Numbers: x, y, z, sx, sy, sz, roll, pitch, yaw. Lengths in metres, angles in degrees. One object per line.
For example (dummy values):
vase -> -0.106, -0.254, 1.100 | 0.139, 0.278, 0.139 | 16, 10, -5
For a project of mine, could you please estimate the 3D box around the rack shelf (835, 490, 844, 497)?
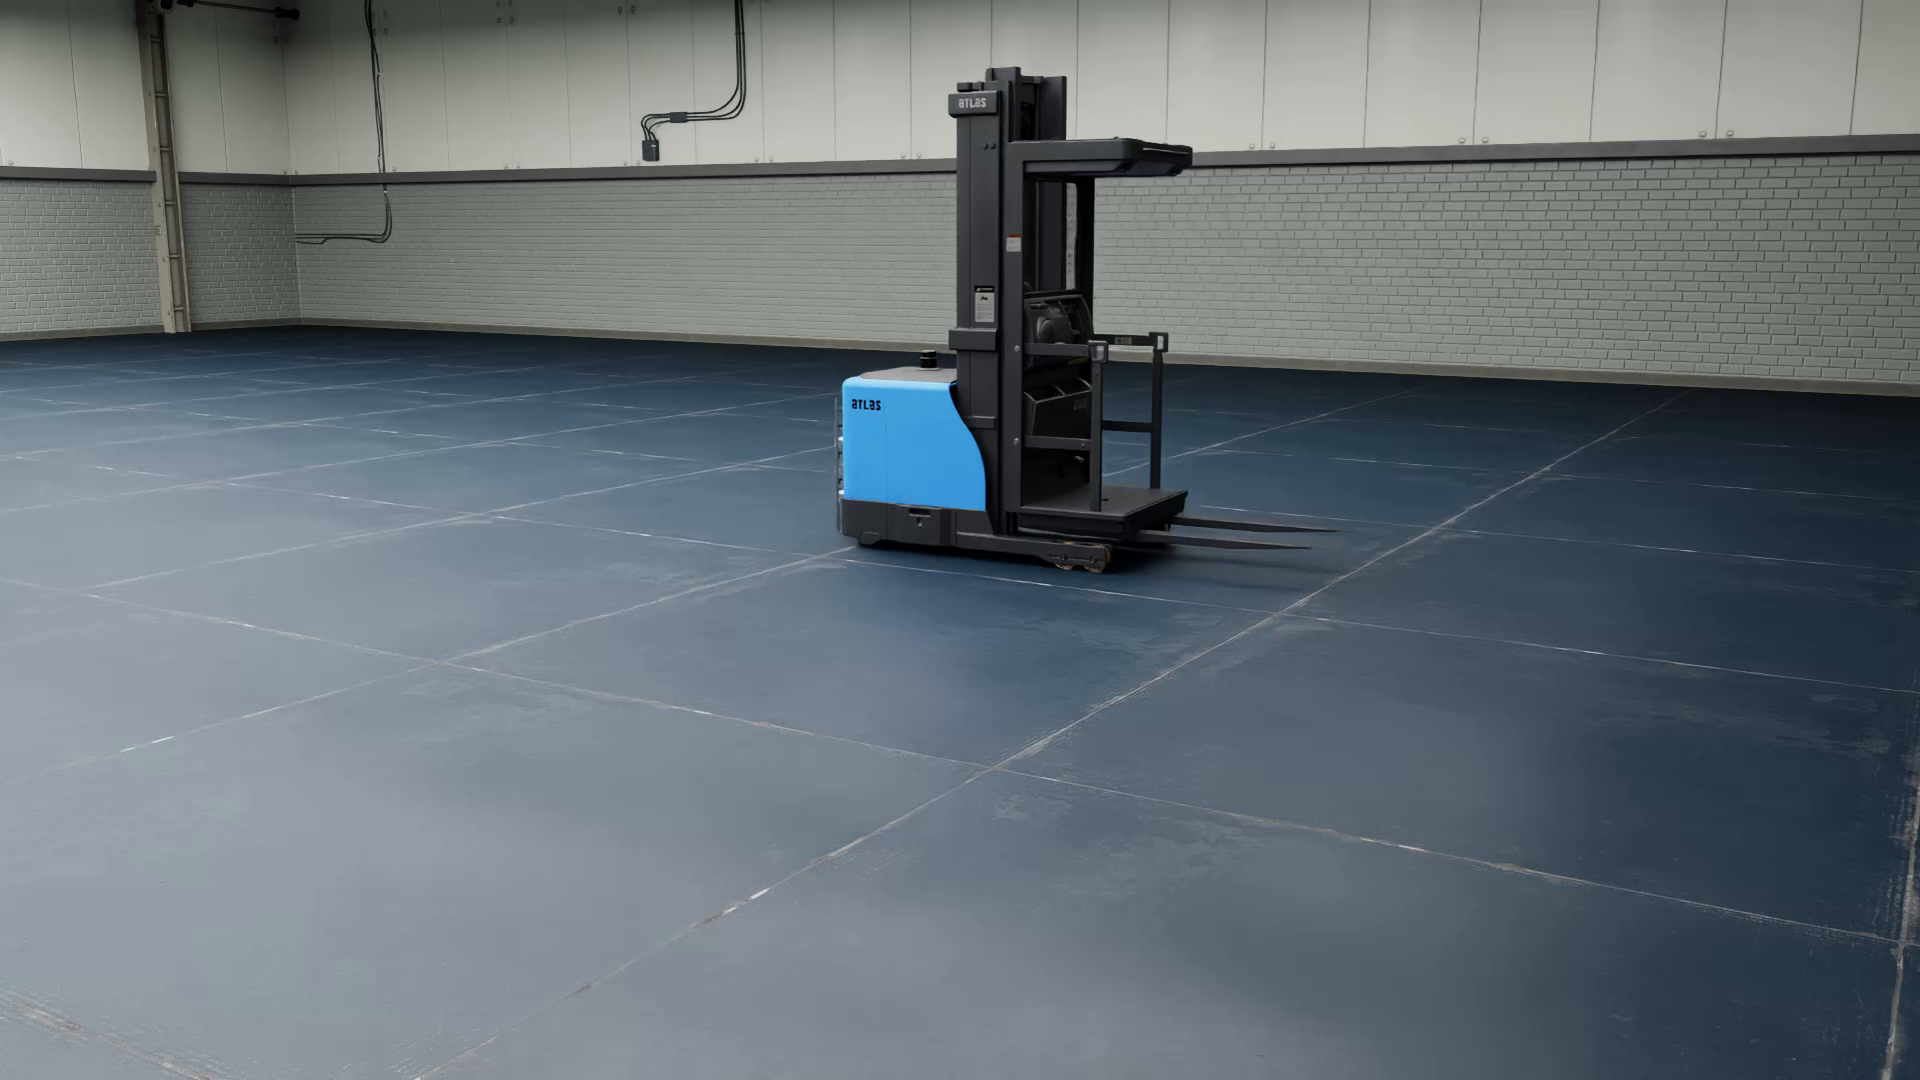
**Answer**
rack shelf -> -0.675, -0.294, 11.154 | 0.258, 0.077, 0.200 | 5, 12, 26

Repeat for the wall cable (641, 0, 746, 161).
wall cable -> -4.672, -9.630, 28.613 | 2.305, 6.003, 0.169 | 6, 12, 31

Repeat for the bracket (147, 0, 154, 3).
bracket -> -15.349, -10.201, 31.123 | 0.235, 0.232, 0.430 | 6, 12, 31

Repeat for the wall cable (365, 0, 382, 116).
wall cable -> -10.465, -9.566, 32.224 | 3.097, 2.526, 0.112 | 6, 12, 31

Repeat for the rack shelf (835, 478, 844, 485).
rack shelf -> -0.675, -0.383, 11.138 | 0.258, 0.077, 0.200 | 5, 12, 26

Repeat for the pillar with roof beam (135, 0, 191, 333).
pillar with roof beam -> -11.758, -8.120, 29.787 | 9.100, 9.000, 0.548 | 6, 12, 31

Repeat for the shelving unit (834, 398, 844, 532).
shelving unit -> -0.675, -0.504, 11.115 | 0.258, 0.900, 0.210 | 5, 12, 26

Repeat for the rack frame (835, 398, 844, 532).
rack frame -> -0.720, -0.487, 11.025 | 0.240, 0.900, 0.006 | 5, 12, 26

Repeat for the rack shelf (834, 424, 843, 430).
rack shelf -> -0.675, -0.737, 11.072 | 0.258, 0.077, 0.200 | 5, 12, 26

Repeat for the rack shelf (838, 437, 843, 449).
rack shelf -> -0.675, -0.648, 11.088 | 0.258, 0.077, 0.200 | 5, 12, 26

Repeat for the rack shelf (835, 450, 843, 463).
rack shelf -> -0.675, -0.560, 11.105 | 0.258, 0.077, 0.200 | 5, 12, 26

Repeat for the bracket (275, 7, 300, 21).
bracket -> -13.688, -10.705, 33.811 | 0.235, 0.232, 0.430 | 6, 12, 31

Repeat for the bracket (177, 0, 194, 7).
bracket -> -14.918, -10.332, 31.820 | 0.235, 0.232, 0.430 | 6, 12, 31

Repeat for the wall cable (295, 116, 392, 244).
wall cable -> -12.777, -7.342, 34.070 | 3.097, 2.526, 0.112 | 6, 12, 31

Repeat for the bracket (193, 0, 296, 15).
bracket -> -13.994, -10.612, 33.315 | 0.076, 0.066, 3.189 | 6, 12, 31

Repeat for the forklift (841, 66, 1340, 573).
forklift -> 0.790, -1.359, 10.163 | 3.031, 2.935, 1.130 | 5, 12, 27

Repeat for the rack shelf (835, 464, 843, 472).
rack shelf -> -0.675, -0.471, 11.121 | 0.258, 0.077, 0.200 | 5, 12, 26
